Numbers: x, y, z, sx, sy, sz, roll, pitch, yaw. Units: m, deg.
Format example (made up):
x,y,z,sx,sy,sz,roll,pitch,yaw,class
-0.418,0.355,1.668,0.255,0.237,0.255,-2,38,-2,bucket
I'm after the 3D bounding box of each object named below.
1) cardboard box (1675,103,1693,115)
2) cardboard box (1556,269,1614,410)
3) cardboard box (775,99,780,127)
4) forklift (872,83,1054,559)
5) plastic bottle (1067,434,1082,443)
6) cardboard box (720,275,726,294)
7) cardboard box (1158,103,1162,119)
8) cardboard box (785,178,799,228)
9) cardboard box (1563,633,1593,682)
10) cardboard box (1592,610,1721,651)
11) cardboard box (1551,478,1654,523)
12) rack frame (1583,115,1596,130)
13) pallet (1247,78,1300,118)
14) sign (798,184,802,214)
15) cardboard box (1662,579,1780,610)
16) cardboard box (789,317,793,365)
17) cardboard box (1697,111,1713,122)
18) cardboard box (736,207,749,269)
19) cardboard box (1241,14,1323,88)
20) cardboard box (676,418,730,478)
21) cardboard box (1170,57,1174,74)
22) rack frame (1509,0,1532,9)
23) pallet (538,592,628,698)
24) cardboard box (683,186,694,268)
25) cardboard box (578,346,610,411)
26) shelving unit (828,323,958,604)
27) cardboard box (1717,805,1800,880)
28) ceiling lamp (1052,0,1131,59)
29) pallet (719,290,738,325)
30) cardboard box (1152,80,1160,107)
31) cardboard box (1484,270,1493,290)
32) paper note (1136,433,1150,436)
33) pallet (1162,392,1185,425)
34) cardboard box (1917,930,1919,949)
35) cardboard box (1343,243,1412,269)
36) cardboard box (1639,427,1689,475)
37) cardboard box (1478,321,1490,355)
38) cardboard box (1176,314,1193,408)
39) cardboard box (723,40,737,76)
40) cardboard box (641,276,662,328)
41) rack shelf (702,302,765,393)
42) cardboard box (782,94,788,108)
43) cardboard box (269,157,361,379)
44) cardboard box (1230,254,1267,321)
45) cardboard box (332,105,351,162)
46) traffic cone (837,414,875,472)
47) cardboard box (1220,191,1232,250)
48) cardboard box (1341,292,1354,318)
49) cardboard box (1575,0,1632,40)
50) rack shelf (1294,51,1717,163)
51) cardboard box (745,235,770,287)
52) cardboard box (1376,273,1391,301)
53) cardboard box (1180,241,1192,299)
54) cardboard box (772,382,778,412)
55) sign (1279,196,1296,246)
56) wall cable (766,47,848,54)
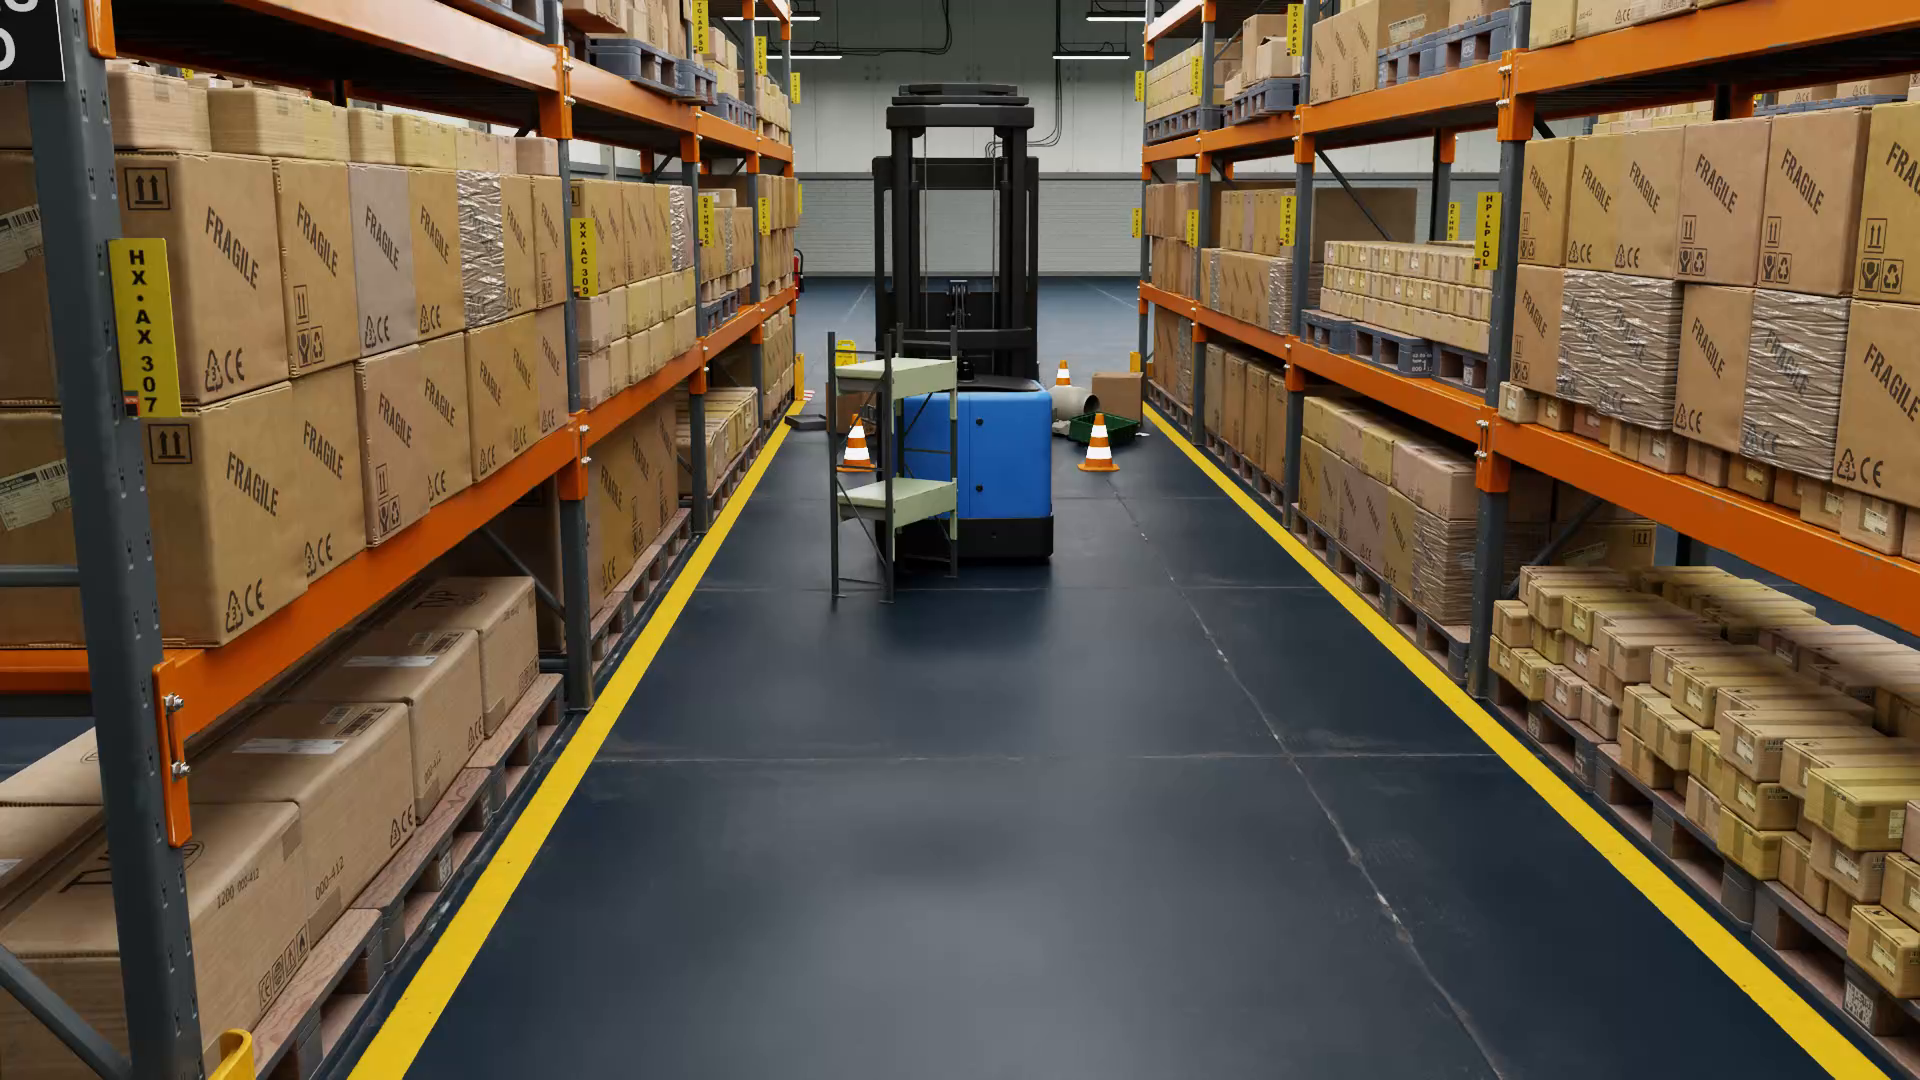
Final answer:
x,y,z,sx,sy,sz,roll,pitch,yaw,class
7.284,-4.267,16.377,0.380,0.149,0.250,0,11,2,cardboard box
2.592,-0.756,6.241,0.500,0.500,0.500,0,11,-1,cardboard box
-2.061,-4.242,16.510,0.500,0.250,0.500,0,11,-1,cardboard box
-0.043,-1.561,11.384,1.130,2.935,3.031,-1,11,-4,forklift
1.136,-0.958,15.627,0.133,0.061,0.283,-7,13,-30,plastic bottle
-2.019,-1.983,12.866,0.380,0.149,0.250,0,11,1,cardboard box
2.276,-4.476,17.357,0.380,0.149,0.250,0,11,-1,cardboard box
-2.034,-3.487,17.186,0.700,0.500,0.500,0,11,-2,cardboard box
2.640,0.458,6.622,0.380,0.149,0.250,0,11,-1,cardboard box
2.645,0.367,6.324,0.380,0.149,0.250,-1,11,-3,cardboard box
3.065,-0.255,8.118,0.500,0.250,0.500,-1,11,-4,cardboard box
7.529,-6.085,18.419,1.000,3.000,0.127,0,11,-1,rack frame
2.667,-3.059,11.526,1.213,0.211,1.003,0,11,1,pallet
-1.824,-3.825,18.660,0.100,0.325,0.005,0,11,-1,sign
3.129,0.261,6.846,0.380,0.149,0.250,0,11,0,cardboard box
-2.102,-2.172,18.192,0.500,0.500,0.500,0,11,-1,cardboard box
7.341,-3.940,15.766,0.500,0.250,0.500,0,11,0,cardboard box
-2.046,-2.520,13.880,0.500,0.500,0.500,0,11,-1,cardboard box
2.417,-3.672,12.513,0.500,0.500,0.500,0,11,-1,cardboard box
-2.239,-0.691,12.472,0.950,0.372,0.625,0,11,-2,cardboard box
2.293,-4.715,16.530,0.380,0.149,0.250,0,11,0,cardboard box
2.816,-3.699,6.659,1.000,3.000,0.127,0,11,-1,rack frame
-2.222,0.495,8.088,1.003,0.211,1.213,0,11,-1,pallet
-1.941,-1.951,10.365,0.500,0.500,0.500,-1,11,-3,cardboard box
-1.876,-0.734,7.508,0.500,0.250,0.500,-1,11,-2,cardboard box
-0.373,-0.461,9.559,0.431,1.500,0.755,6,13,28,shelving unit
2.567,0.921,5.091,0.380,0.149,0.250,-1,11,-4,cardboard box
3.369,-13.987,42.688,2.000,3.185,0.800,0,11,-1,ceiling lamp
-2.295,-1.813,12.934,1.003,0.211,1.213,0,11,-1,pallet
2.333,-4.744,17.674,0.500,0.250,0.500,0,11,-2,cardboard box
2.613,-1.212,7.569,0.380,0.149,0.250,0,11,1,cardboard box
1.731,-1.024,16.030,0.147,0.020,0.142,-10,15,-40,paper note
2.685,-1.377,17.317,1.003,0.211,1.213,0,11,-1,pallet
2.602,0.978,4.060,0.380,0.149,0.250,-1,11,-3,cardboard box
2.558,-1.734,10.139,0.380,0.149,0.250,0,11,-1,cardboard box
2.570,-0.317,5.707,0.380,0.149,0.250,0,11,1,cardboard box
2.610,-0.920,7.624,0.380,0.149,0.250,0,11,-2,cardboard box
2.685,-1.818,16.765,0.875,0.875,0.875,0,11,-1,cardboard box
-2.157,-4.041,13.955,0.500,0.250,0.500,0,11,0,cardboard box
-1.893,-1.283,8.959,0.500,0.250,0.500,-1,11,-3,cardboard box
-2.255,-1.559,13.007,1.077,0.370,4.000,0,11,-1,rack shelf
-2.077,-4.776,18.137,0.380,0.149,0.250,0,11,-1,cardboard box
-1.791,-0.662,4.010,0.500,0.500,0.500,-1,11,-3,cardboard box
2.422,-1.992,13.082,0.500,0.500,0.500,0,11,0,cardboard box
-1.828,-1.060,4.343,0.380,0.149,0.250,0,11,-1,cardboard box
-0.871,-0.825,13.961,0.336,0.463,0.334,0,11,-1,traffic cone
2.667,-2.790,14.499,0.700,0.500,0.500,0,11,-2,cardboard box
2.552,-1.440,10.189,0.380,0.149,0.250,0,11,2,cardboard box
2.581,-1.963,6.023,0.500,0.250,0.500,0,11,-2,cardboard box
2.775,-2.274,8.989,1.077,0.370,4.000,0,11,-1,rack shelf
-2.027,-2.592,15.293,0.500,0.500,0.500,0,11,-1,cardboard box
2.571,-1.430,9.389,0.380,0.149,0.250,0,11,-2,cardboard box
2.597,-2.605,15.979,0.875,0.550,0.550,0,11,-1,cardboard box
-2.061,-1.392,16.233,0.500,0.250,0.500,0,11,2,cardboard box
2.178,-2.119,11.046,0.100,0.325,0.005,0,11,-1,sign
-4.882,-13.400,49.583,3.097,2.526,0.112,0,11,-1,wall cable
